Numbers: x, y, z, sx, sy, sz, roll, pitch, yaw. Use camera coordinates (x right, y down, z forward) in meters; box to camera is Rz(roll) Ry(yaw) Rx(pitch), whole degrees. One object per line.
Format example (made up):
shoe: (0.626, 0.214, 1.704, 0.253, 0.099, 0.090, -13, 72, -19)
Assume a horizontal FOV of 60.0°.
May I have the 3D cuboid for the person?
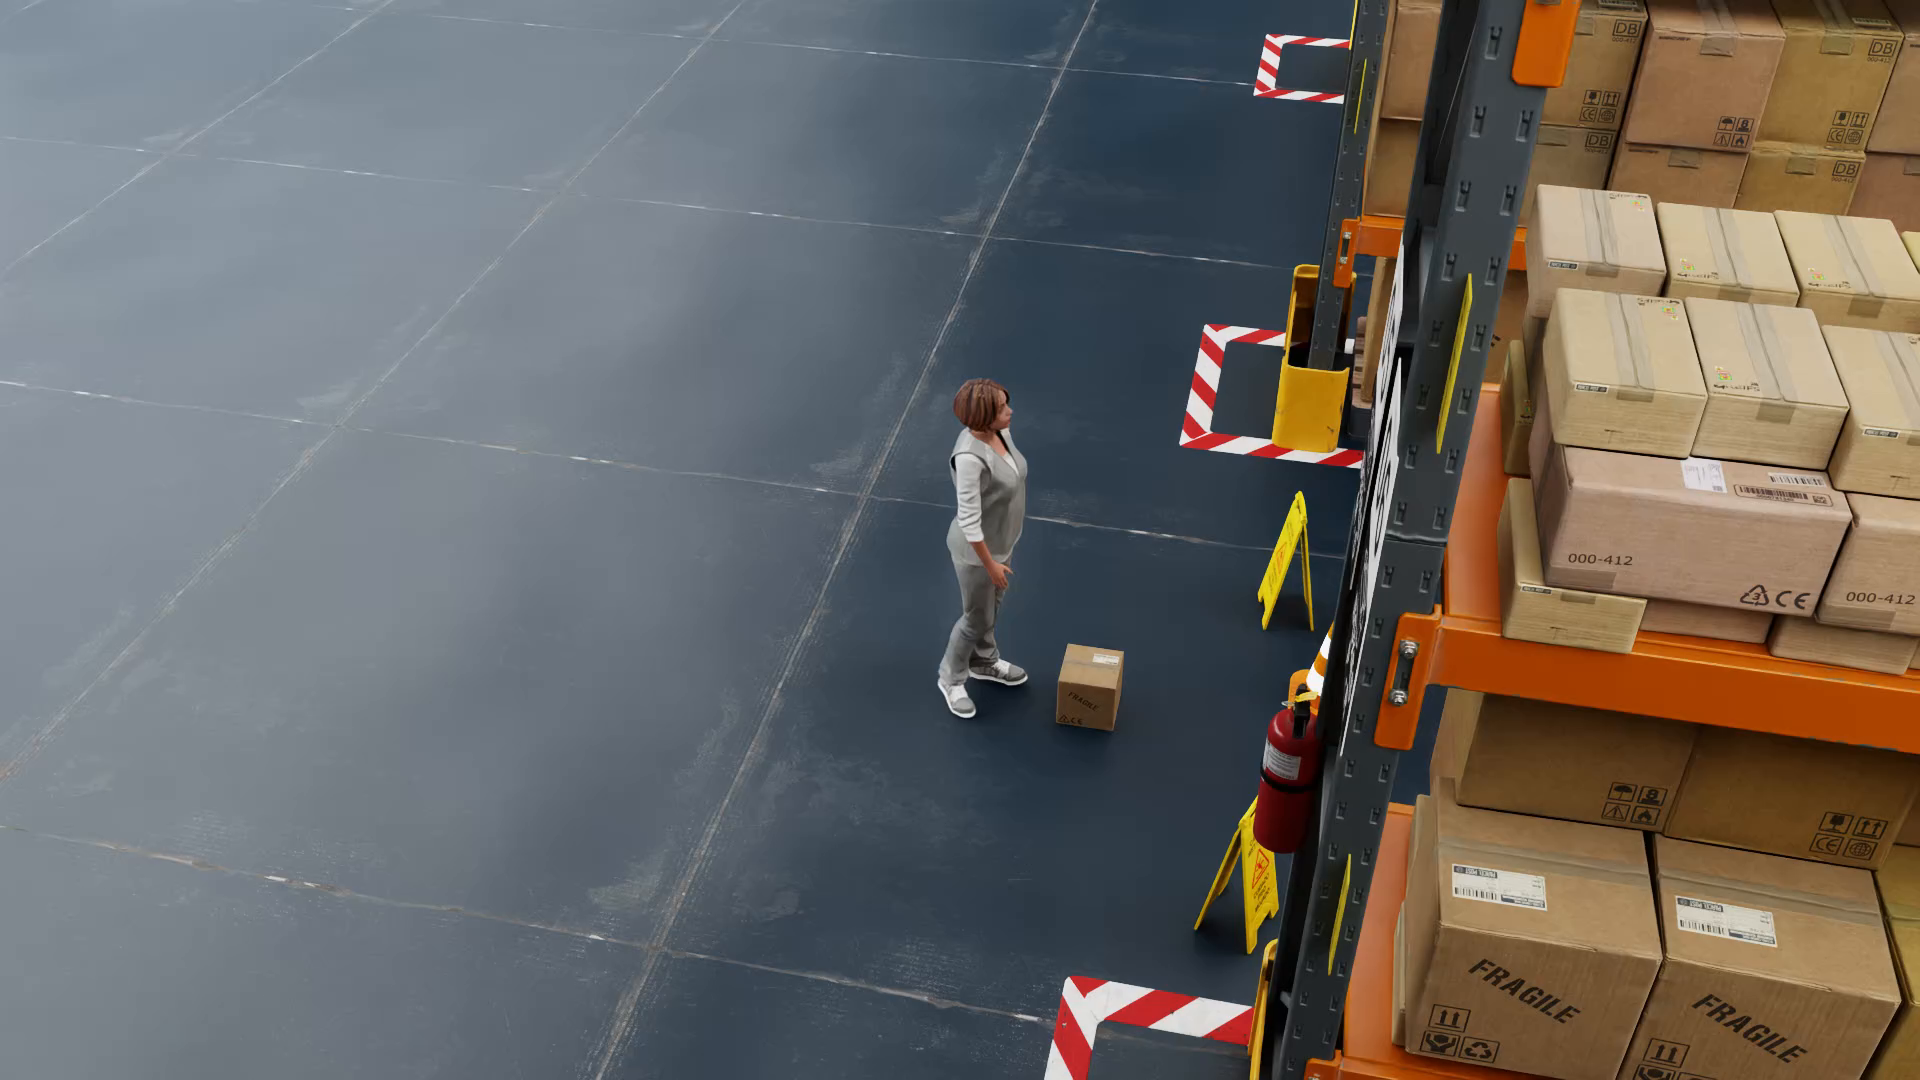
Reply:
person: (0.095, 0.024, 6.907, 0.359, 1.598, 0.441, 13, 39, 16)
